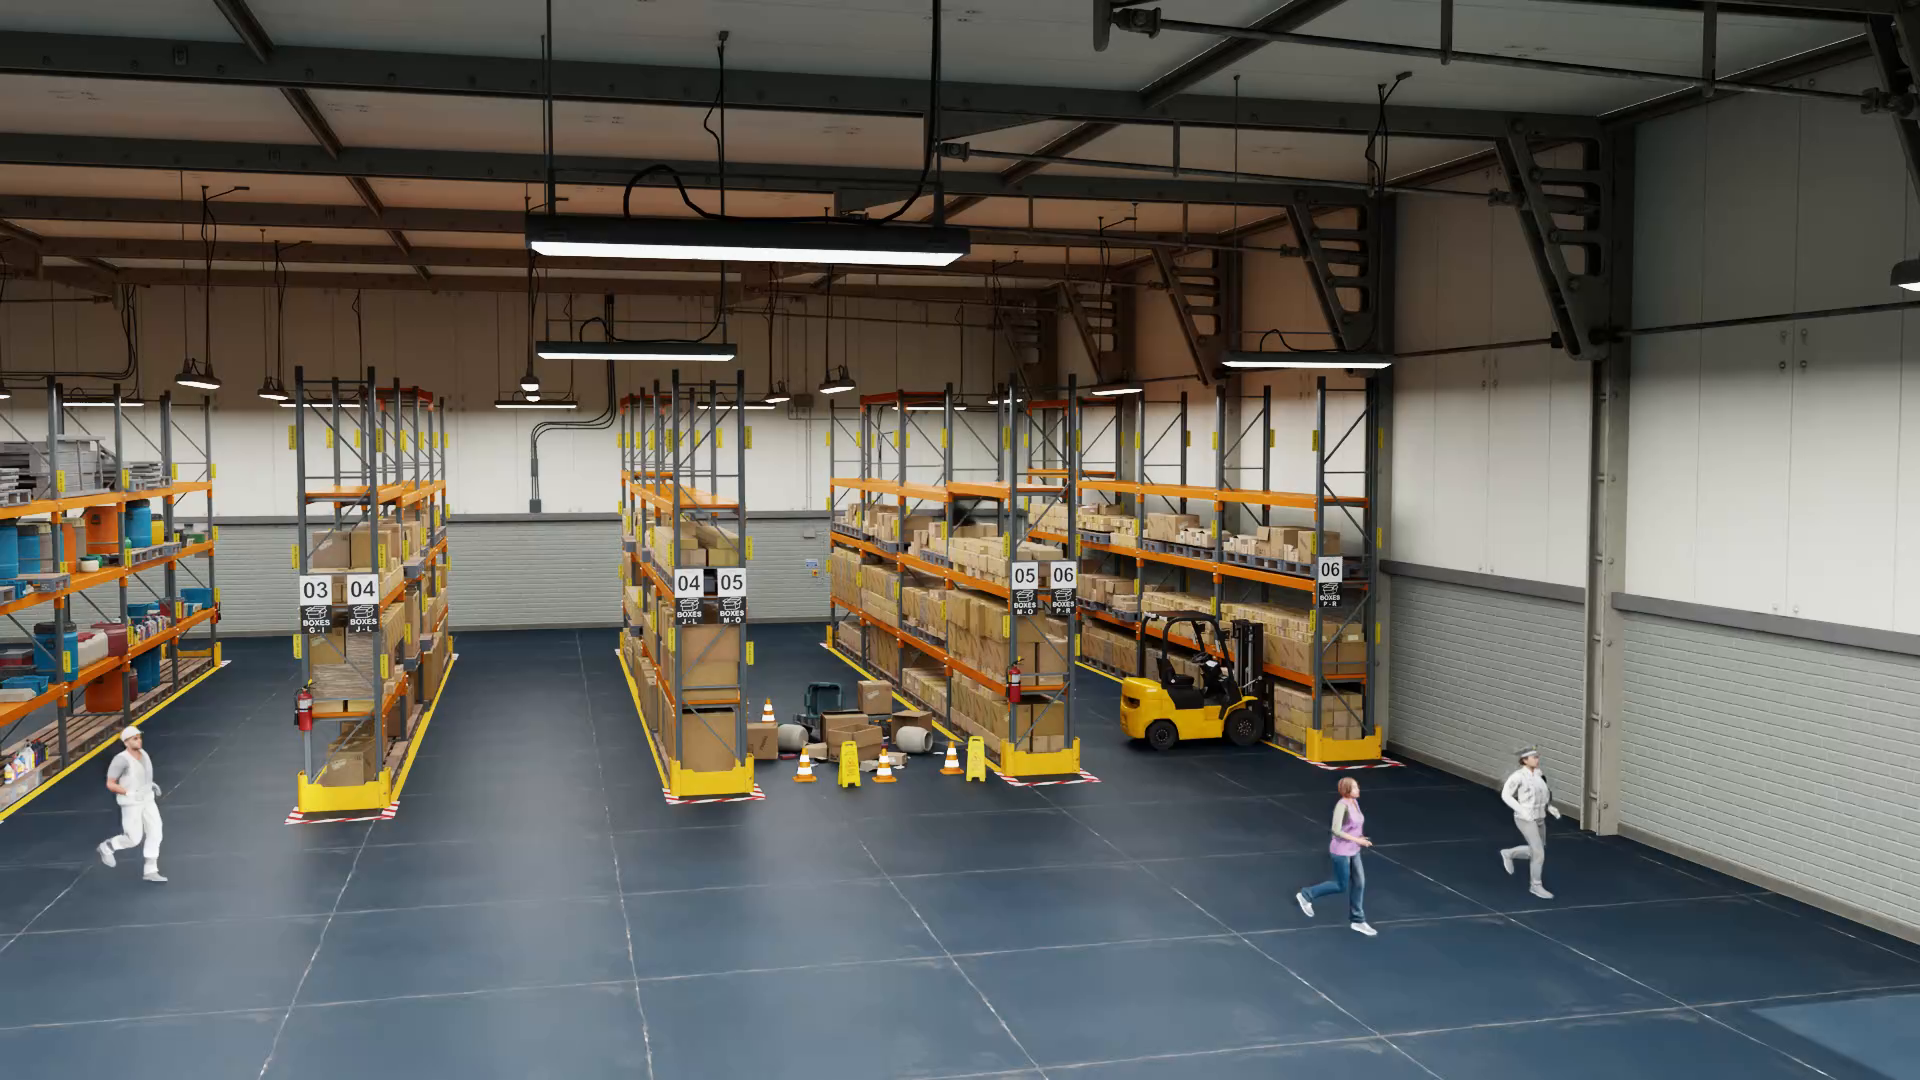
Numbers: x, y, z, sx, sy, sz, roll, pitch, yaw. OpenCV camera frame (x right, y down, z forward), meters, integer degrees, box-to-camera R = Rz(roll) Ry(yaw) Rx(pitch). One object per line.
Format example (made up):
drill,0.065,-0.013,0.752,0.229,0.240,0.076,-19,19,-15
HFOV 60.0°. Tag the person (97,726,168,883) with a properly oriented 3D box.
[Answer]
person,-9.408,3.002,18.933,0.873,1.774,0.666,1,4,16

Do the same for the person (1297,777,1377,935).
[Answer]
person,3.891,3.205,17.027,0.806,1.595,0.549,2,4,33

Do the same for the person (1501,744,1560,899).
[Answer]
person,6.267,3.083,18.431,0.618,1.677,0.708,-2,4,-36
